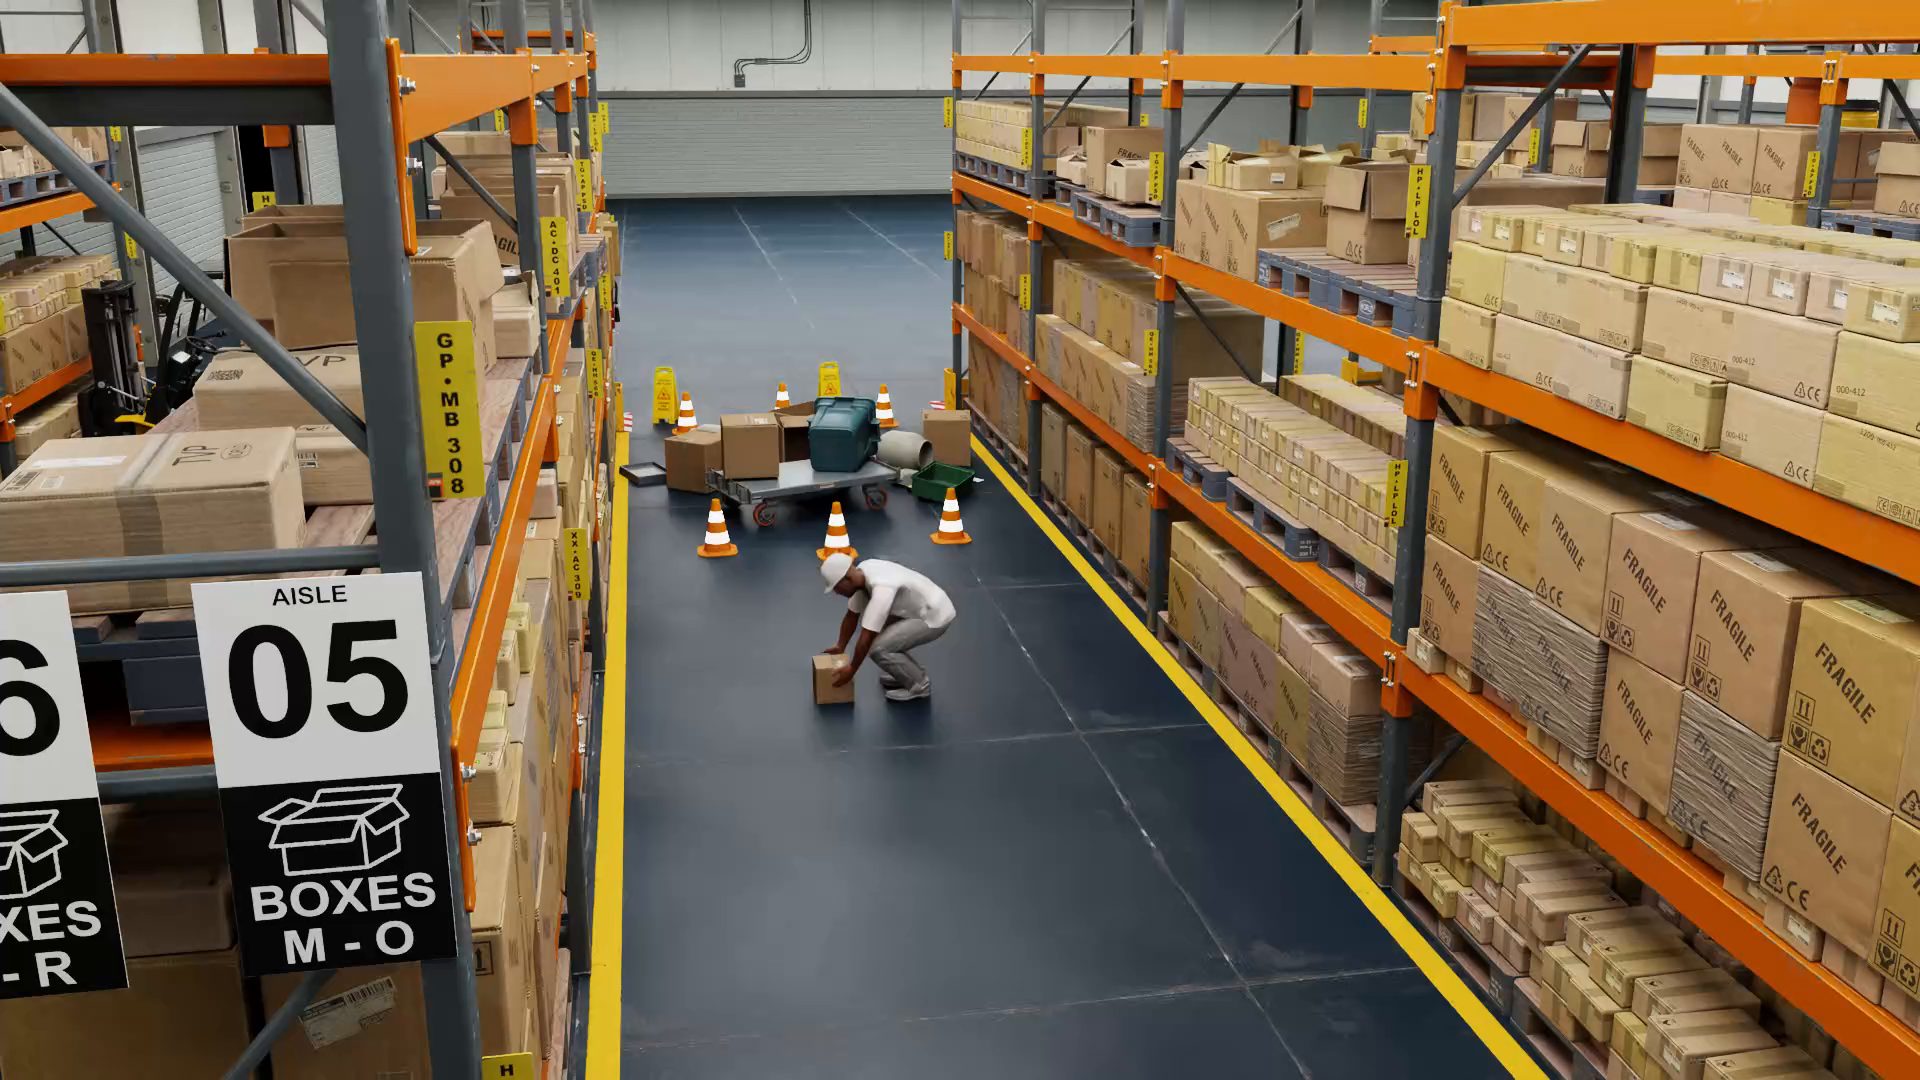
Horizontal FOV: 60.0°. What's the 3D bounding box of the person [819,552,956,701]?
[{"bbox_3d":[-0.471,0.549,10.958,0.888,1.016,0.589,-3,17,-11],"label":"person"}]
